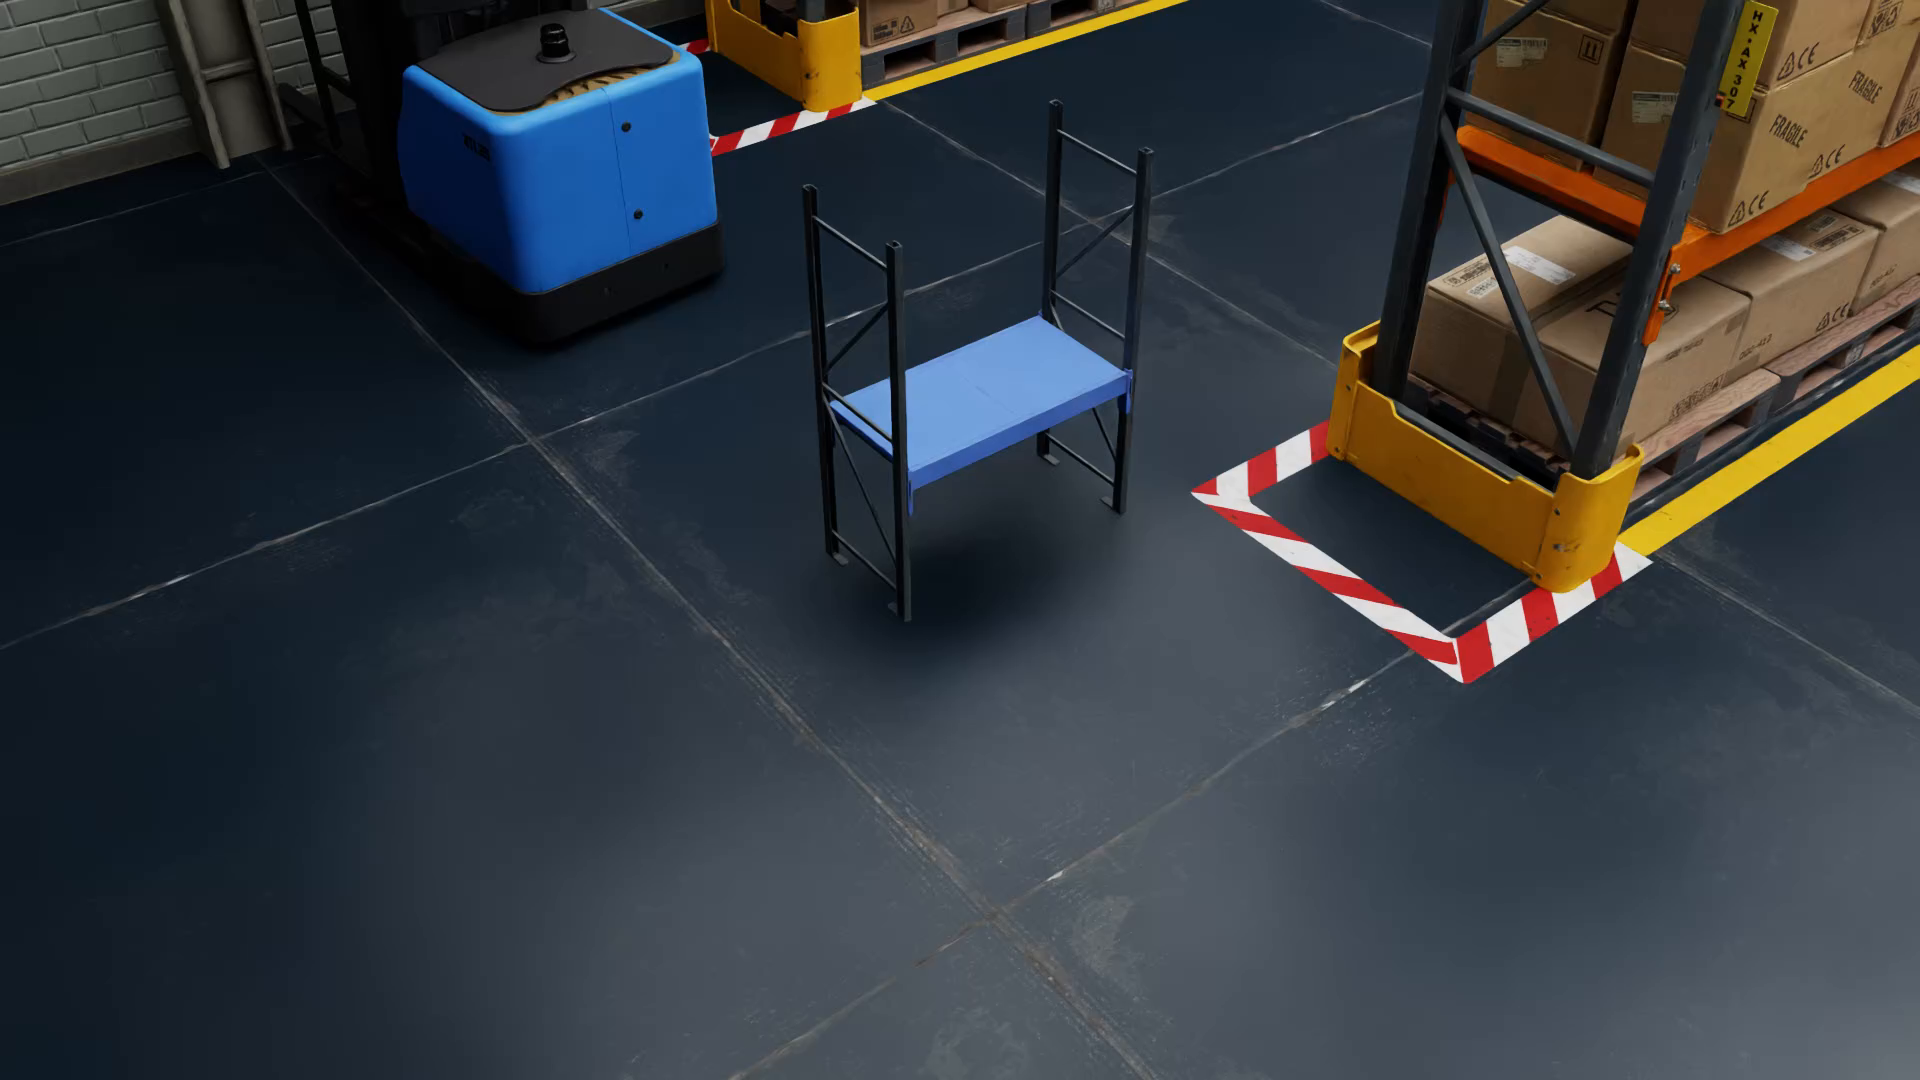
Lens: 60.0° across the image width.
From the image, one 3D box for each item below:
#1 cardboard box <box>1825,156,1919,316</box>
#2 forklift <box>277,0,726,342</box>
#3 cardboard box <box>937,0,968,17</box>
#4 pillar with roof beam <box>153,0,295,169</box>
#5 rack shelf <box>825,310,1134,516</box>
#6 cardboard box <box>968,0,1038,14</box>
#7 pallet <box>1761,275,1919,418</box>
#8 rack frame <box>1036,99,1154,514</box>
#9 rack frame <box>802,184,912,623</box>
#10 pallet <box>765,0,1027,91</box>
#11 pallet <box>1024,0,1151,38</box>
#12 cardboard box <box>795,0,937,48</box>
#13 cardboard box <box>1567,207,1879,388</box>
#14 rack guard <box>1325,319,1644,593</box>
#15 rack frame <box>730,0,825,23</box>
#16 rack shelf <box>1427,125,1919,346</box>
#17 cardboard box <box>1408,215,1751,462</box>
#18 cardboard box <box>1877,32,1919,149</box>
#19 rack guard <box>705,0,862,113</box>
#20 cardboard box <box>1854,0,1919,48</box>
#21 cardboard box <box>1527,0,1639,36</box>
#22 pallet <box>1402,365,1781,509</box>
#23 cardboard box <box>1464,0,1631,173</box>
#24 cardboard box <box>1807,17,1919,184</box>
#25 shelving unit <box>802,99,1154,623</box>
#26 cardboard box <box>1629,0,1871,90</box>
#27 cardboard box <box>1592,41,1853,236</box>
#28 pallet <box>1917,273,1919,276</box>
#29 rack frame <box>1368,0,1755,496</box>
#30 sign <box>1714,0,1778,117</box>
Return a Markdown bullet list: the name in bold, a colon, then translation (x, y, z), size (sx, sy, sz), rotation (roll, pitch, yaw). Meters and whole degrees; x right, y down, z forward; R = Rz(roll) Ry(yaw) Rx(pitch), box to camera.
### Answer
- **cardboard box**: translation (3.856, -1.502, 7.405), size (0.875, 0.438, 0.875), rotation (-27, 47, -29)
- **forklift**: translation (-2.447, -2.834, 7.394), size (1.130, 2.935, 3.031), rotation (-30, 48, -31)
- **cardboard box**: translation (-0.167, -3.207, 9.711), size (0.250, 0.149, 0.380), rotation (-28, 47, -30)
- **pillar with roof beam**: translation (-1.134, -3.380, 3.275), size (0.400, 9.000, 9.100), rotation (-26, 46, -28)
- **rack shelf**: translation (0.068, -0.474, 5.929), size (1.000, 0.185, 0.538), rotation (-26, 46, -28)
- **cardboard box**: translation (0.174, -3.509, 9.803), size (0.500, 0.500, 0.700), rotation (-24, 45, -26)
- **pallet**: translation (3.510, -1.058, 7.374), size (1.213, 0.211, 1.003), rotation (-26, 46, -28)
- **rack frame**: translation (0.471, -0.809, 6.054), size (0.032, 1.500, 0.500), rotation (-26, 46, -28)
- **rack frame**: translation (-0.335, -0.416, 5.575), size (0.032, 1.500, 0.500), rotation (-26, 46, -28)
- **pallet**: translation (-0.378, -3.074, 9.830), size (1.213, 0.211, 1.003), rotation (-26, 46, -28)
- **pallet**: translation (0.588, -3.542, 10.402), size (1.213, 0.211, 1.003), rotation (-26, 46, -28)
- **cardboard box**: translation (-0.528, -3.200, 9.423), size (0.637, 0.503, 0.797), rotation (-28, 47, -30)
- **cardboard box**: translation (3.140, -1.154, 6.981), size (0.875, 0.438, 0.875), rotation (-25, 45, -27)
- **rack guard**: translation (1.938, -0.343, 6.274), size (0.348, 0.500, 1.175), rotation (-26, 46, -28)
- **rack frame**: translation (-1.070, -3.814, 8.534), size (0.127, 3.000, 1.000), rotation (-26, 46, -28)
- **rack shelf**: translation (3.543, -1.814, 6.663), size (4.000, 0.370, 1.077), rotation (-26, 46, -28)
- **cardboard box**: translation (2.420, -0.796, 6.545), size (0.875, 0.438, 0.875), rotation (-28, 47, -29)
- **cardboard box**: translation (3.311, -1.796, 5.995), size (0.500, 0.500, 0.500), rotation (-26, 46, -28)
- **rack guard**: translation (-1.010, -2.877, 9.363), size (0.348, 0.500, 1.175), rotation (-26, 46, -28)
- **cardboard box**: translation (2.917, -1.990, 5.443), size (0.500, 0.500, 0.500), rotation (-27, 47, -29)
- **cardboard box**: translation (2.194, -2.050, 5.517), size (0.500, 0.500, 0.500), rotation (-24, 45, -27)
- **pallet**: translation (2.544, -0.589, 6.802), size (1.213, 0.211, 1.003), rotation (-26, 46, -28)
- **cardboard box**: translation (2.179, -1.677, 5.851), size (0.500, 0.500, 0.500), rotation (-26, 46, -28)
- **cardboard box**: translation (2.897, -1.608, 5.767), size (0.500, 0.500, 0.500), rotation (-27, 46, -29)
- **shelving unit**: translation (0.068, -0.613, 5.815), size (1.048, 1.500, 0.538), rotation (-26, 46, -28)
- **cardboard box**: translation (2.511, -1.787, 5.196), size (0.500, 0.500, 0.500), rotation (-27, 46, -29)
- **cardboard box**: translation (2.513, -1.399, 5.511), size (0.500, 0.500, 0.500), rotation (-26, 46, -28)
- **pallet**: translation (4.478, -1.532, 7.952), size (1.213, 0.211, 1.003), rotation (-26, 46, -28)
- **rack frame**: translation (1.957, -1.319, 5.493), size (0.127, 3.000, 1.000), rotation (-26, 46, -28)
- **sign**: translation (2.291, -1.403, 4.850), size (0.005, 0.325, 0.100), rotation (-26, 46, -28)
